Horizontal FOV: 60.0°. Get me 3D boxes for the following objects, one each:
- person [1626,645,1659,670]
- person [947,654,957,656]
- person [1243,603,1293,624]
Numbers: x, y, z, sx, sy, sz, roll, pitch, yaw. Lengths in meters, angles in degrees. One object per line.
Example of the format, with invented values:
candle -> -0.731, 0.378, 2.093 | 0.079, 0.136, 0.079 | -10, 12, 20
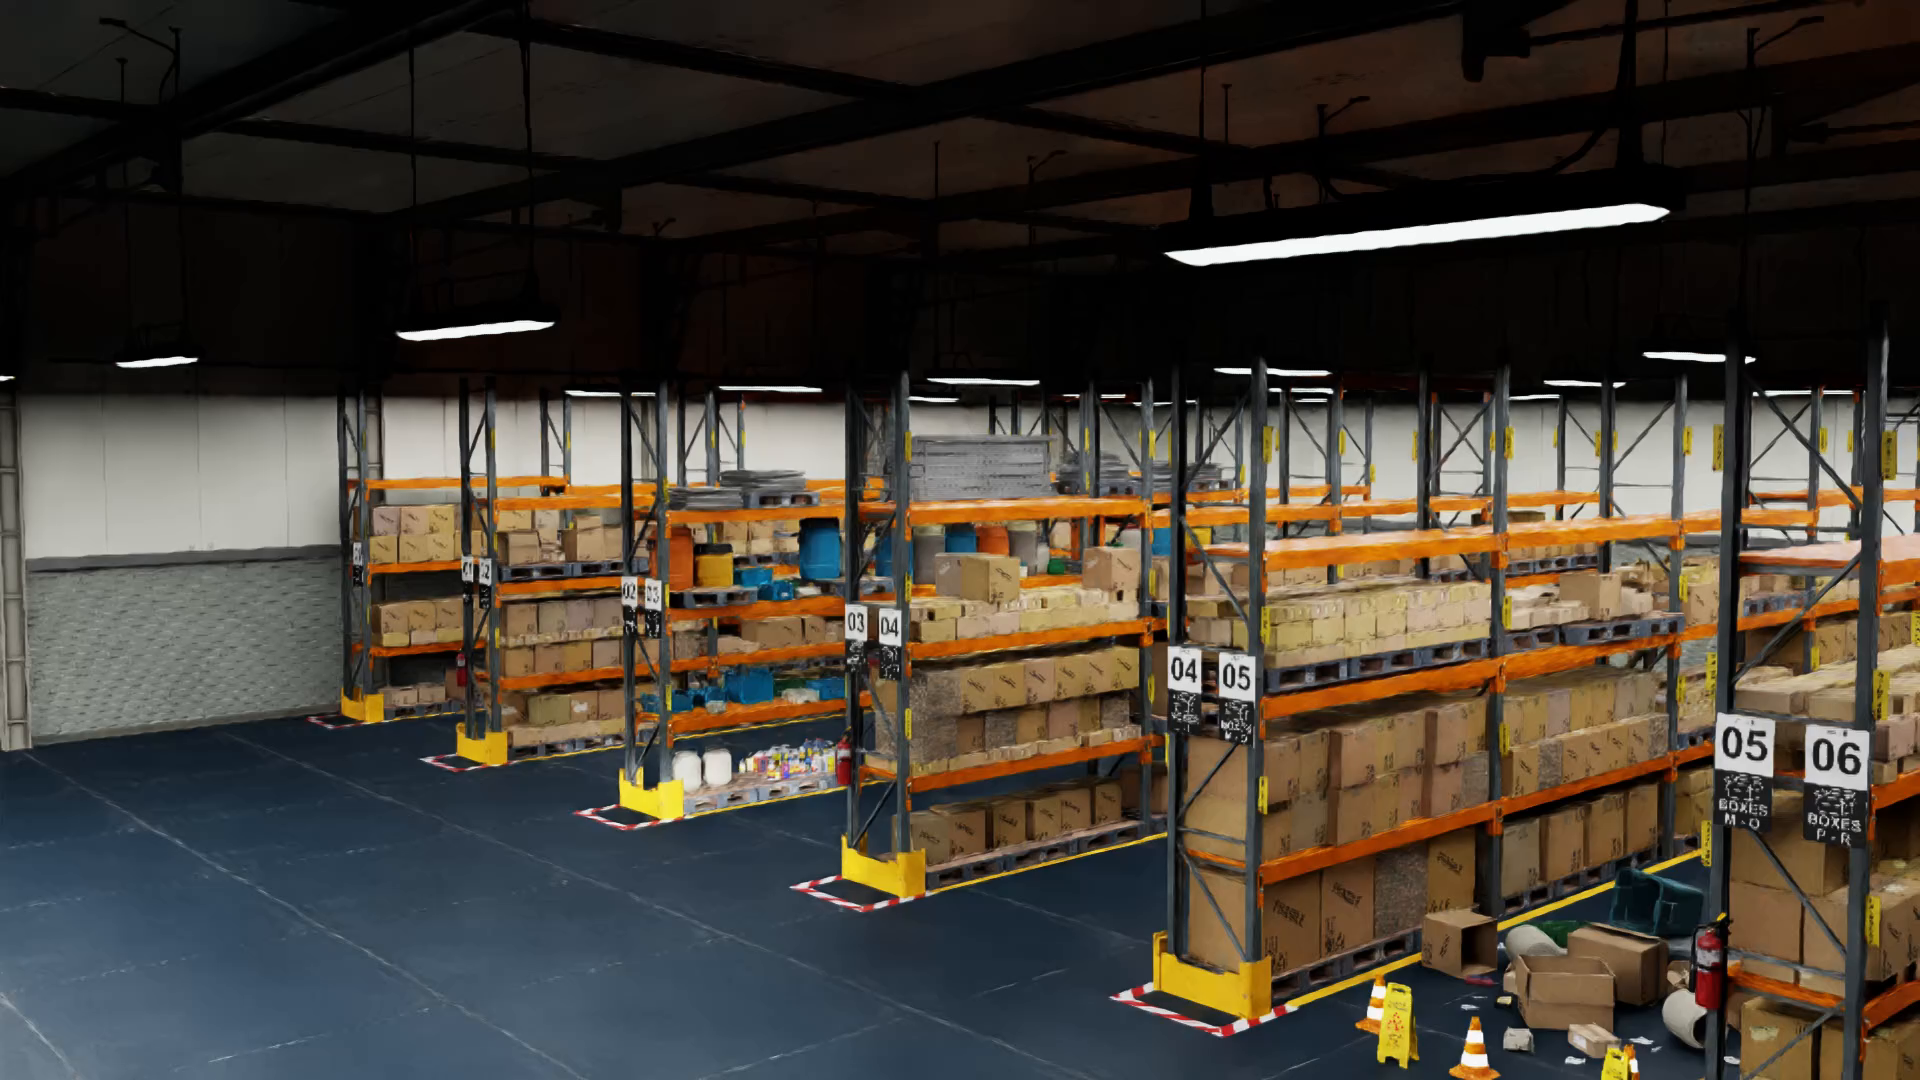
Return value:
person -> 13.389, 2.222, 32.857 | 0.791, 1.576, 0.521 | 1, 4, 9
person -> -0.156, 2.436, 30.649 | 1.037, 1.407, 0.417 | -3, 5, -39
person -> 8.690, 2.307, 15.958 | 12.409, 3.585, 0.888 | -1, 4, -11
